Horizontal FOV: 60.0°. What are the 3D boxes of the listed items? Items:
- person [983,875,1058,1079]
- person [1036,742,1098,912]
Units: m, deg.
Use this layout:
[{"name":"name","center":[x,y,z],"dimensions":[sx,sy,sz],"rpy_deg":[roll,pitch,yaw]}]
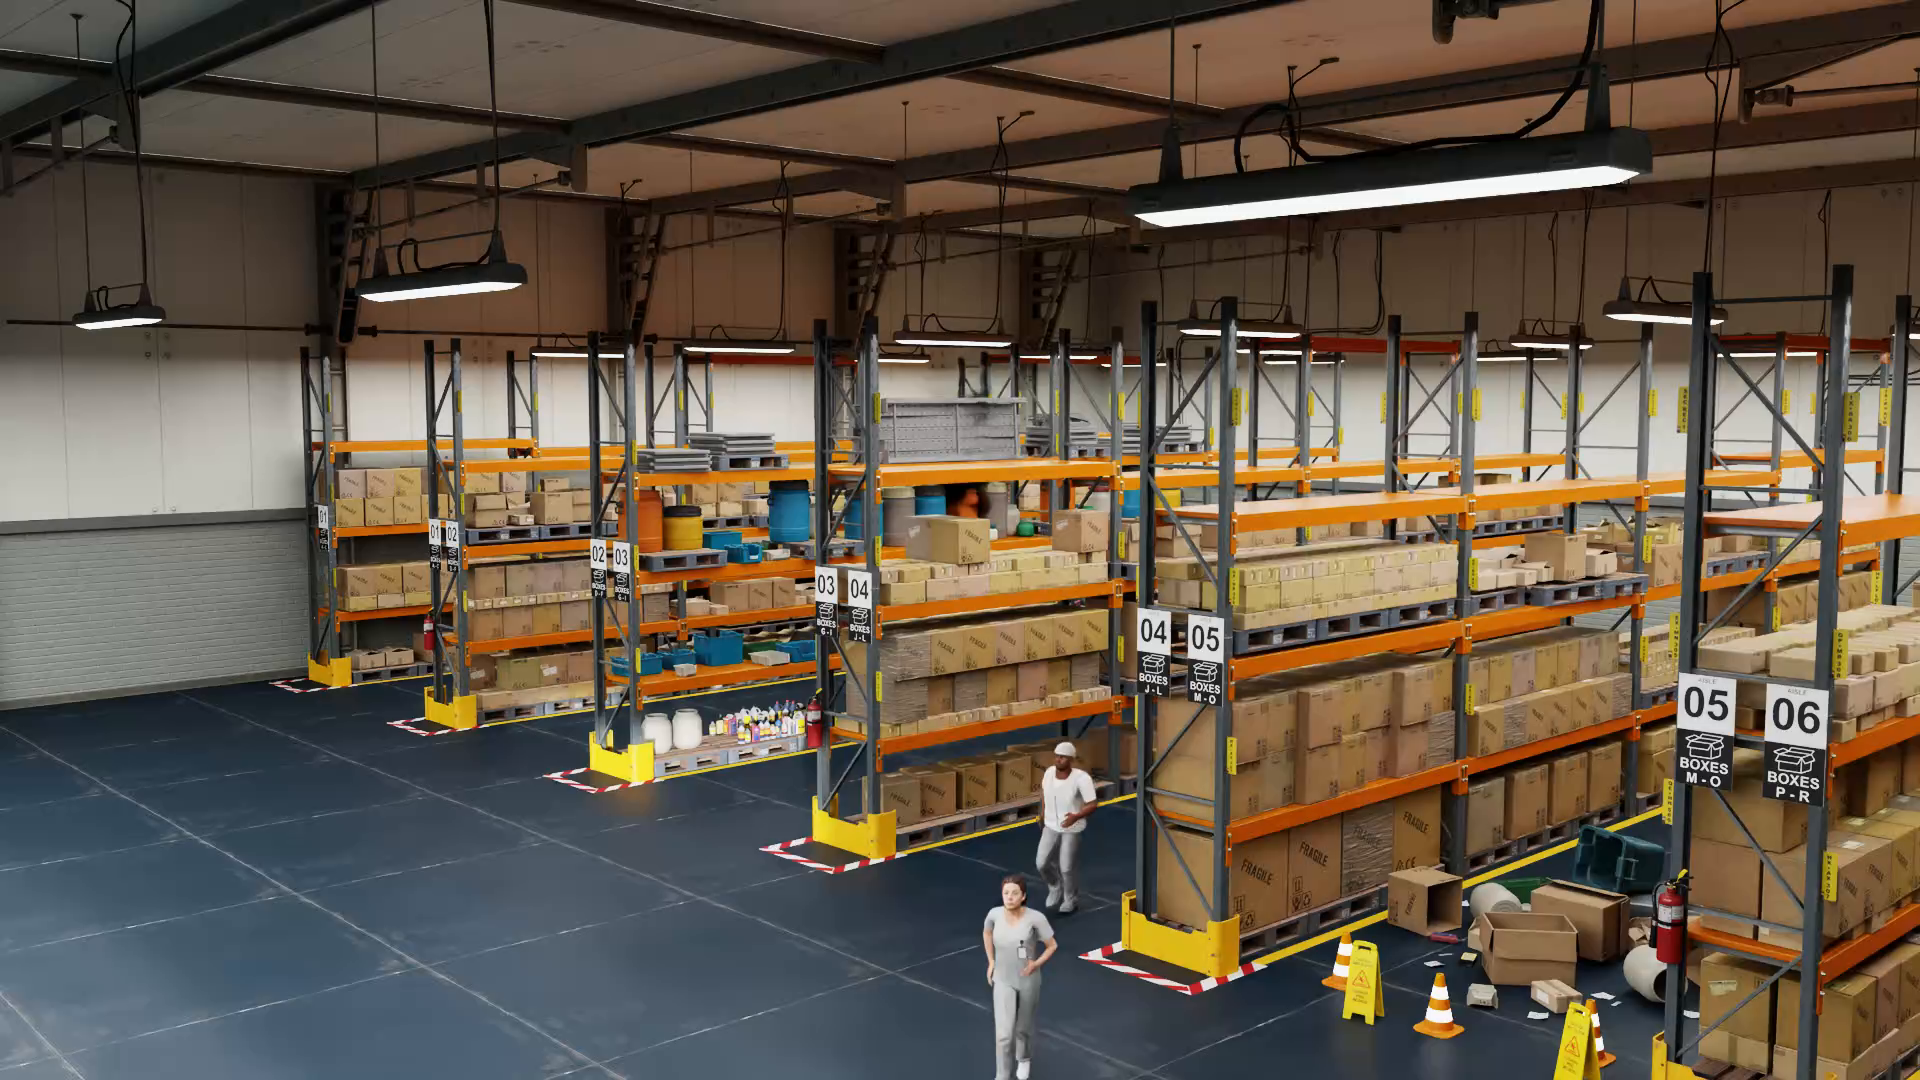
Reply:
[{"name":"person","center":[0.436,3.257,12.162],"dimensions":[0.565,1.702,0.840],"rpy_deg":[1,5,8]},{"name":"person","center":[1.013,2.848,16.444],"dimensions":[0.703,1.728,0.609],"rpy_deg":[3,6,31]}]
